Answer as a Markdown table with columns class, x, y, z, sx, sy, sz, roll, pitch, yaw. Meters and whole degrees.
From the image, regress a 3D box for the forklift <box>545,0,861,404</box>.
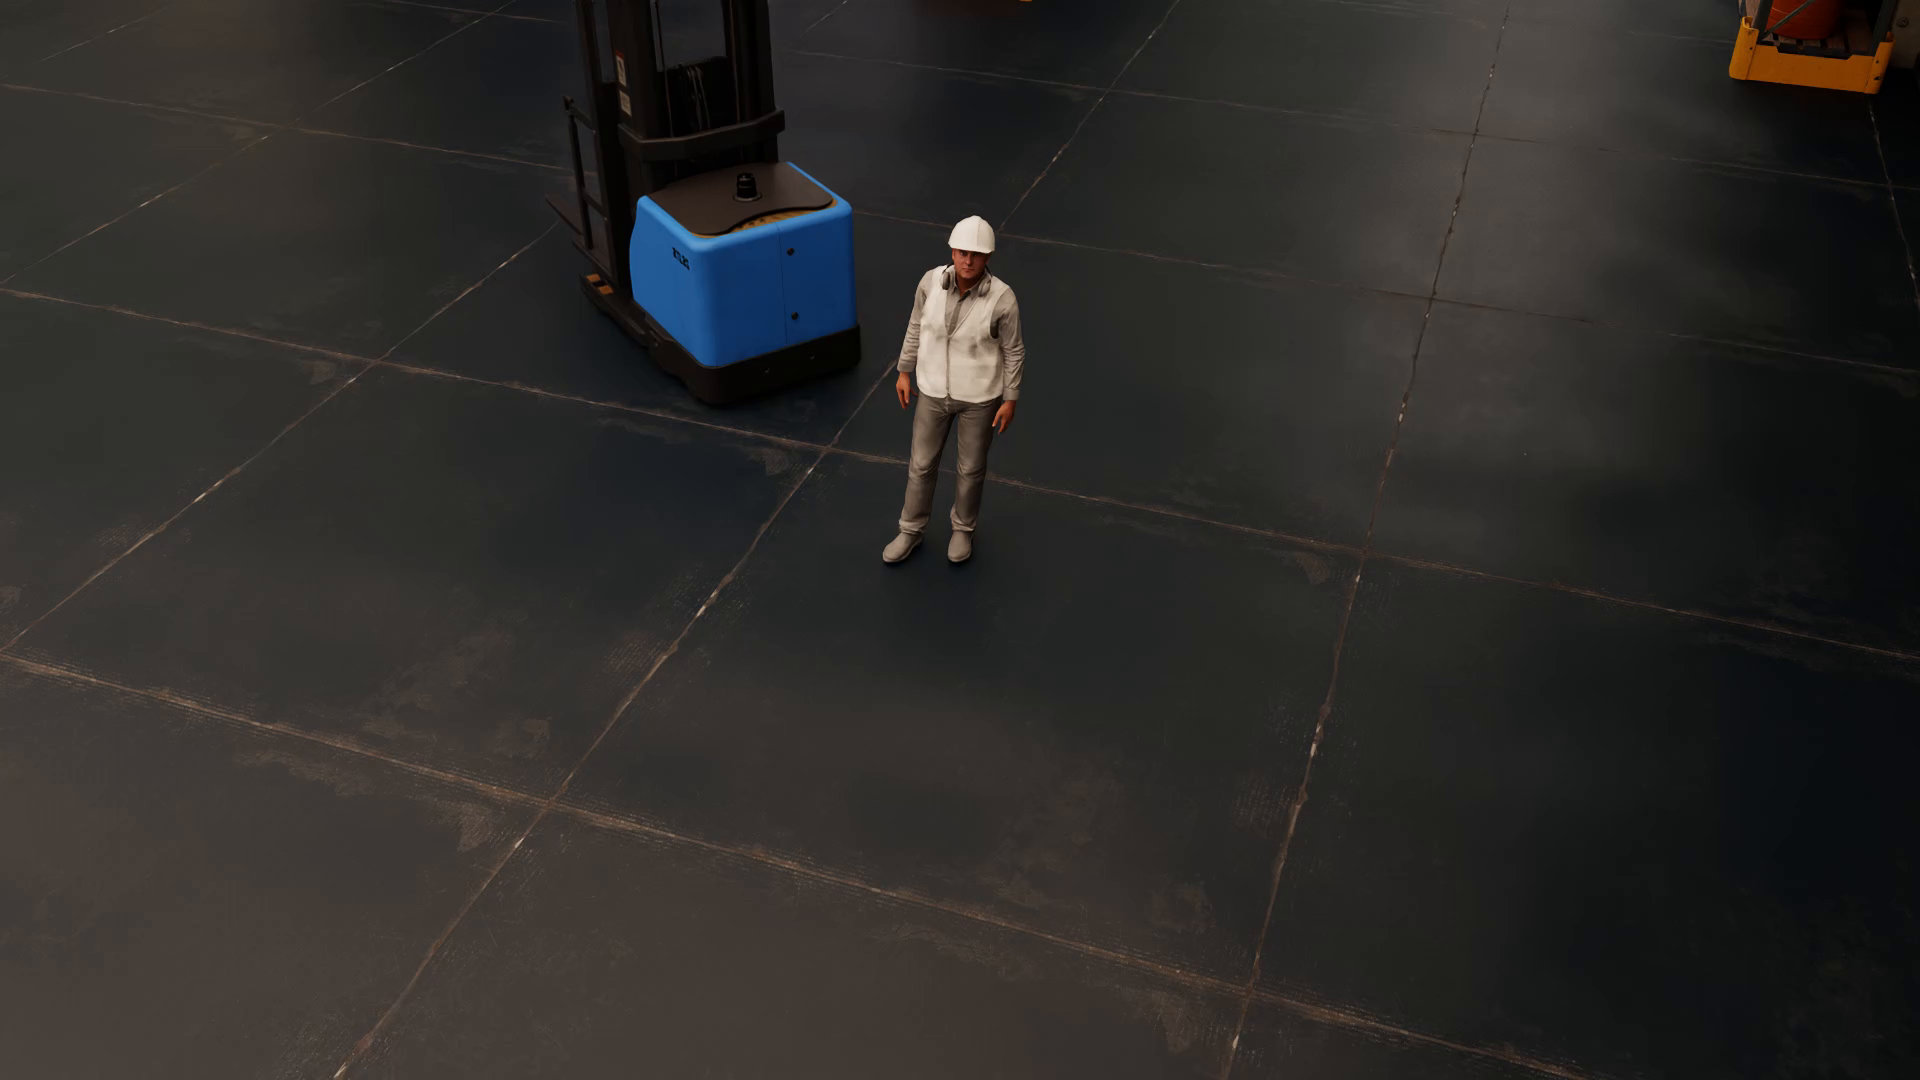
| class | x | y | z | sx | sy | sz | roll | pitch | yaw |
| --- | --- | --- | --- | --- | --- | --- | --- | --- | --- |
| forklift | -1.817 | -2.801 | 10.061 | 1.130 | 2.935 | 3.031 | -20 | 40 | -26 |

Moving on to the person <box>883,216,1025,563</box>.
| class | x | y | z | sx | sy | sz | roll | pitch | yaw |
| --- | --- | --- | --- | --- | --- | --- | --- | --- | --- |
| person | -0.028 | -0.696 | 8.084 | 0.632 | 1.768 | 0.568 | 12 | 37 | 16 |
